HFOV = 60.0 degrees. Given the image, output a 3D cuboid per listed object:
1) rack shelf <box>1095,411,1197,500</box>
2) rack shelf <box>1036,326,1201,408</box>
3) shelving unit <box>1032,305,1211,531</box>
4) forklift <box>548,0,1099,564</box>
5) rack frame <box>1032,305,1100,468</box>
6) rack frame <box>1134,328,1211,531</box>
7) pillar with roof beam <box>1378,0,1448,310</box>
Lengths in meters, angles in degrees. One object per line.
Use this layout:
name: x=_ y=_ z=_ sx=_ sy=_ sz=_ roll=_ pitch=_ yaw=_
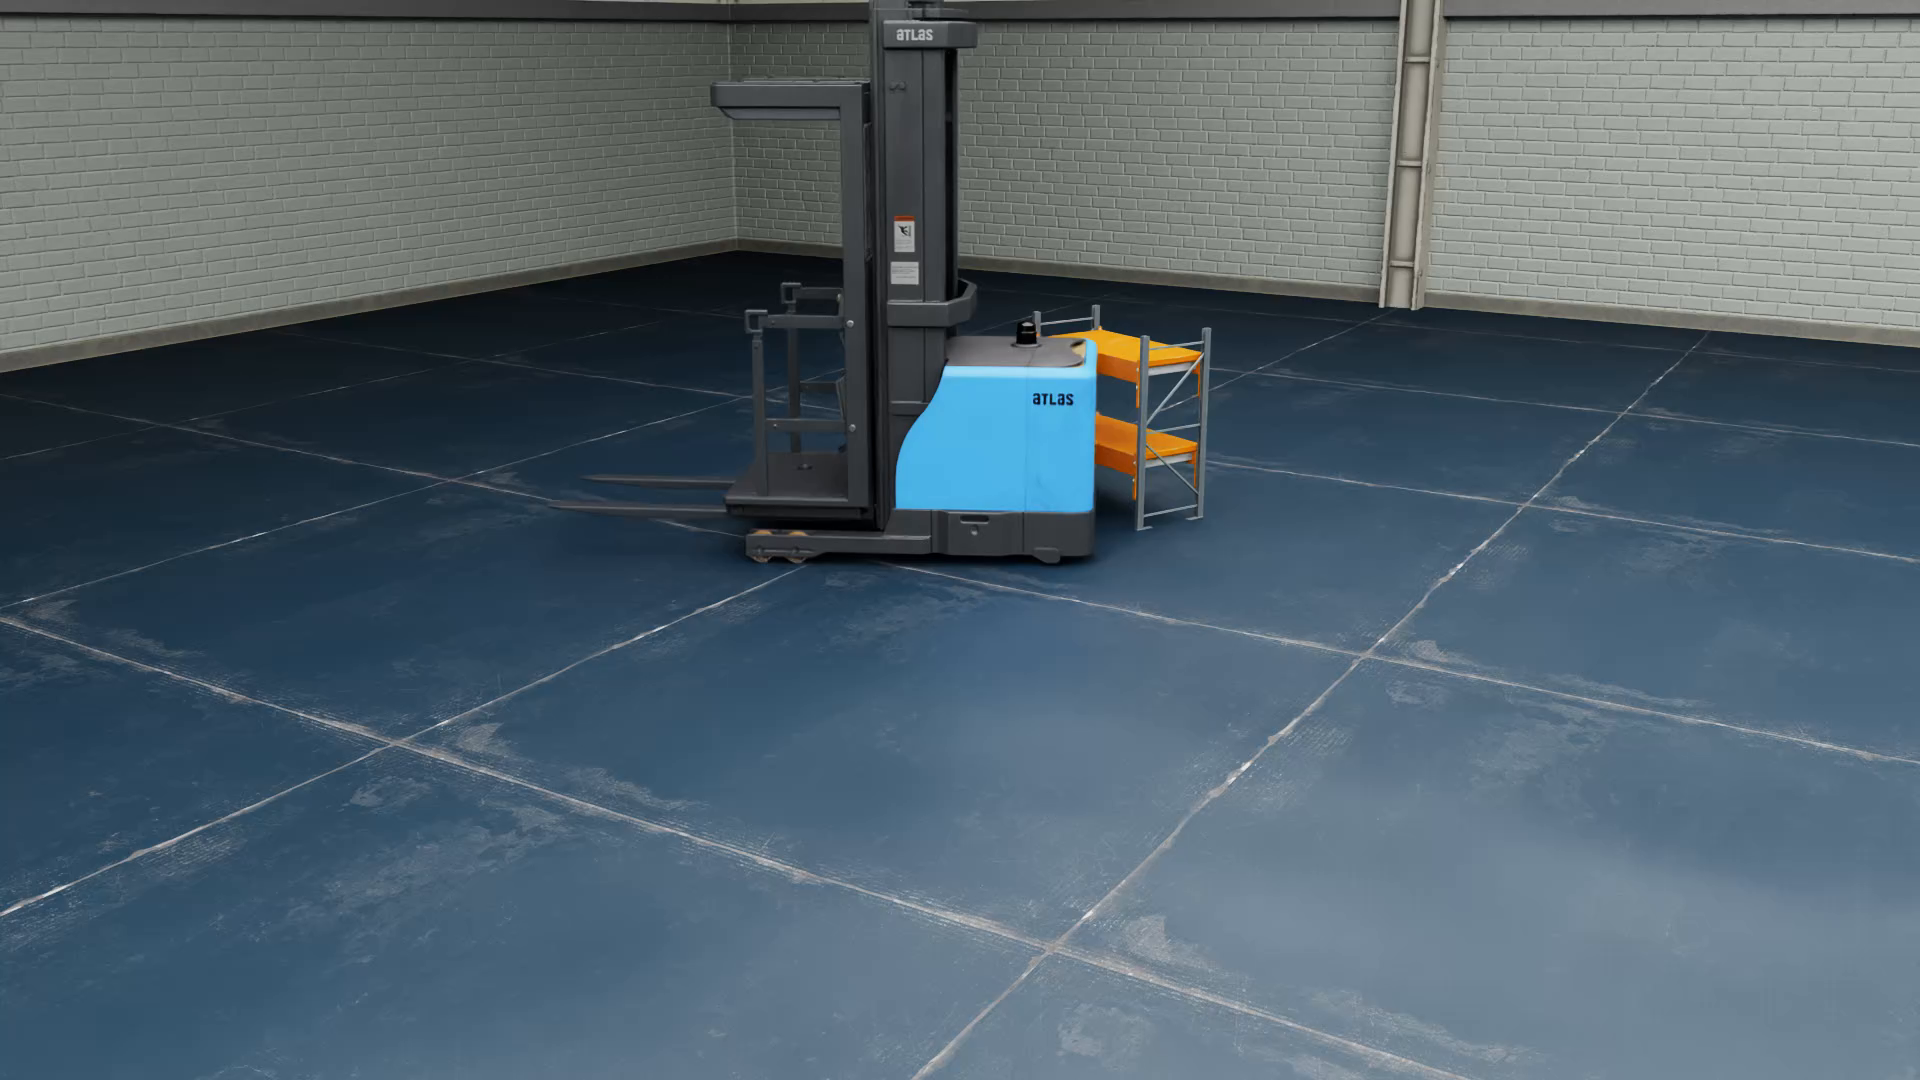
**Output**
rack shelf: x=0.935 y=-0.522 z=10.004 sx=0.538 sy=0.278 sz=1.000 roll=-11 pitch=20 yaw=-32
rack shelf: x=0.935 y=-1.036 z=9.848 sx=0.538 sy=0.278 sz=1.000 roll=-11 pitch=20 yaw=-32
shelving unit: x=0.935 y=-0.756 z=9.933 sx=0.538 sy=1.125 sz=1.048 roll=-11 pitch=20 yaw=-32
forklift: x=-0.750 y=-1.432 z=9.053 sx=3.031 sy=2.935 sz=1.130 roll=1 pitch=17 yaw=5
rack frame: x=0.652 y=-0.878 z=10.337 sx=0.500 sy=1.125 sz=0.032 roll=-11 pitch=20 yaw=-32
rack frame: x=1.218 y=-0.633 z=9.529 sx=0.500 sy=1.125 sz=0.032 roll=-11 pitch=20 yaw=-32
pillar with roof beam: x=2.375 y=-5.685 z=12.615 sx=0.400 sy=9.000 sz=9.100 roll=10 pitch=20 yaw=30
